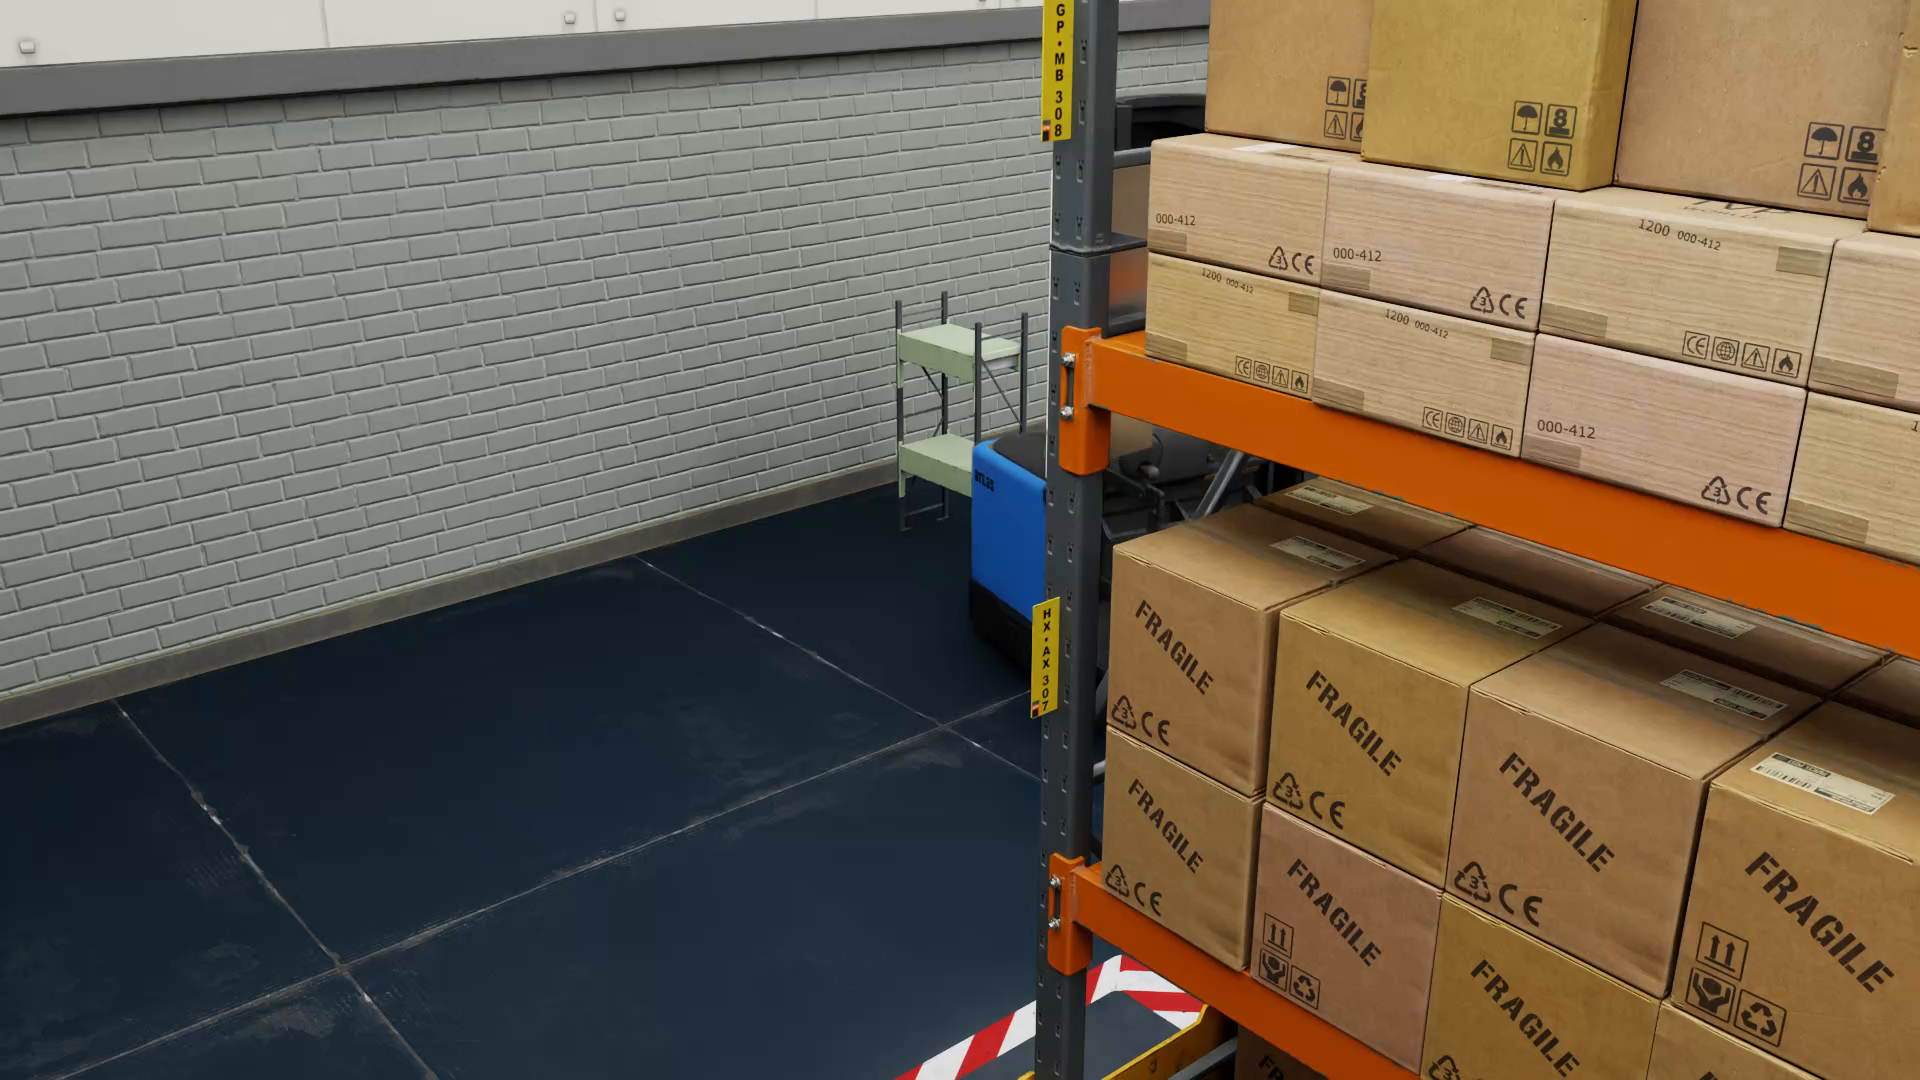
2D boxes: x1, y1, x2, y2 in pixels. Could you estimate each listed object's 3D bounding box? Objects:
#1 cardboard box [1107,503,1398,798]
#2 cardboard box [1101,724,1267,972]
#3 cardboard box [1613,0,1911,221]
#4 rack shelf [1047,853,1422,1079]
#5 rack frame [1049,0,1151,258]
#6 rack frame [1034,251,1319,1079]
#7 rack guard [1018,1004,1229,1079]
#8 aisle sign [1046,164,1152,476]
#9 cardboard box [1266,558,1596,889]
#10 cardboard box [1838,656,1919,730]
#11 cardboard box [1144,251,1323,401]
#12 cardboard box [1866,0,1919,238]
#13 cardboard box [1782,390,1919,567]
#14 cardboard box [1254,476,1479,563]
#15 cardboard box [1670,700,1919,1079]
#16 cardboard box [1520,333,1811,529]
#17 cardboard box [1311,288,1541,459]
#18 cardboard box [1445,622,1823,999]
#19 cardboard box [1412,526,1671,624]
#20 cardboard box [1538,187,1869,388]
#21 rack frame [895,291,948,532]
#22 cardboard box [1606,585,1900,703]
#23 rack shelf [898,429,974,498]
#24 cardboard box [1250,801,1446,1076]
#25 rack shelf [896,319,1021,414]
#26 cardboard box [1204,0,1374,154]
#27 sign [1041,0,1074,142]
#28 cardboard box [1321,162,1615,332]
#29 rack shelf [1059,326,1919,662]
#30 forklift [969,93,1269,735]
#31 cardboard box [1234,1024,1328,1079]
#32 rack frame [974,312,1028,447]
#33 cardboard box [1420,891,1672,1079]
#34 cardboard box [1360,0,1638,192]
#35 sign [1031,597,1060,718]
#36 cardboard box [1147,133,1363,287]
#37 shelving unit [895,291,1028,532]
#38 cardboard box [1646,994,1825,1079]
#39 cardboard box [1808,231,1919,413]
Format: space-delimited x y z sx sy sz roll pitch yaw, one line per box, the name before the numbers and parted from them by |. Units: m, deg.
cardboard box | 0.728 0.258 4.203 0.500 0.500 0.500 -16 27 -36
cardboard box | 0.728 0.724 4.386 0.500 0.500 0.500 -17 27 -36
cardboard box | 1.656 -0.915 3.085 0.700 0.500 0.500 -17 27 -37
rack shelf | 1.944 1.473 3.597 1.077 0.370 4.000 -17 27 -37
rack frame | 0.638 -2.208 3.783 1.000 3.000 0.127 -17 27 -37
rack frame | 0.638 0.585 4.877 1.000 3.000 0.127 -17 27 -37
rack guard | 0.688 1.770 5.279 1.175 0.500 0.348 -17 27 -37
aisle sign | 0.371 -0.574 4.273 0.394 0.787 0.004 -17 27 -37
cardboard box | 1.075 0.401 3.839 0.500 0.500 0.500 -17 27 -37
cardboard box | 2.145 0.554 3.449 0.500 0.500 0.500 -16 27 -36
cardboard box | 0.781 -0.539 3.840 0.500 0.250 0.500 -17 27 -37
cardboard box | 1.912 -0.754 2.676 0.700 0.500 0.500 -17 27 -37
cardboard box | 1.757 -0.124 2.779 0.500 0.250 0.500 -17 27 -37
cardboard box | 1.137 0.131 4.530 0.500 0.500 0.500 -18 28 -38
cardboard box | 1.730 0.681 3.125 0.500 0.500 0.500 -18 28 -38
cardboard box | 1.425 -0.260 3.128 0.500 0.250 0.500 -17 27 -37
cardboard box | 1.098 -0.398 3.480 0.500 0.250 0.500 -17 27 -37
cardboard box | 1.398 0.540 3.483 0.500 0.500 0.500 -17 27 -37
cardboard box | 1.468 0.270 4.174 0.500 0.500 0.500 -17 27 -36
cardboard box | 1.429 -0.494 3.040 0.500 0.250 0.500 -17 27 -37
rack frame | -0.235 -0.798 10.464 0.400 1.500 0.023 -17 27 -37
cardboard box | 1.810 0.412 3.811 0.500 0.500 0.500 -17 27 -36
rack shelf | 0.004 -0.393 10.325 0.431 0.370 0.720 -17 27 -37
cardboard box | 1.069 0.865 4.025 0.500 0.500 0.500 -18 28 -38
rack shelf | 0.004 -1.060 10.063 0.431 0.370 0.720 -17 27 -37
cardboard box | 0.986 -1.186 3.777 0.700 0.500 0.500 -17 27 -37
sign | 0.227 -1.089 3.841 0.100 0.325 0.005 -17 27 -37
cardboard box | 1.098 -0.631 3.389 0.500 0.250 0.500 -17 27 -37
rack shelf | 1.944 0.076 3.050 1.077 0.370 4.000 -17 27 -37
forklift | 1.175 -0.493 7.723 1.130 2.935 3.031 -11 24 -25
cardboard box | 1.180 1.636 5.019 0.500 0.500 0.500 -17 27 -37
rack frame | 0.243 -0.595 9.948 0.400 1.500 0.023 -17 27 -37
cardboard box | 1.395 1.005 3.669 0.500 0.500 0.500 -18 27 -38
cardboard box | 1.248 -1.027 3.373 0.700 0.500 0.500 -17 27 -37
sign | 0.227 0.311 4.389 0.100 0.325 0.005 -17 27 -37
cardboard box | 0.777 -0.771 3.746 0.500 0.250 0.500 -17 27 -37
shelving unit | 0.004 -0.696 10.206 0.431 1.500 0.755 -17 27 -37
cardboard box | 1.720 1.143 3.315 0.500 0.500 0.500 -17 27 -37
cardboard box | 1.752 -0.355 2.685 0.500 0.250 0.500 -17 27 -37
